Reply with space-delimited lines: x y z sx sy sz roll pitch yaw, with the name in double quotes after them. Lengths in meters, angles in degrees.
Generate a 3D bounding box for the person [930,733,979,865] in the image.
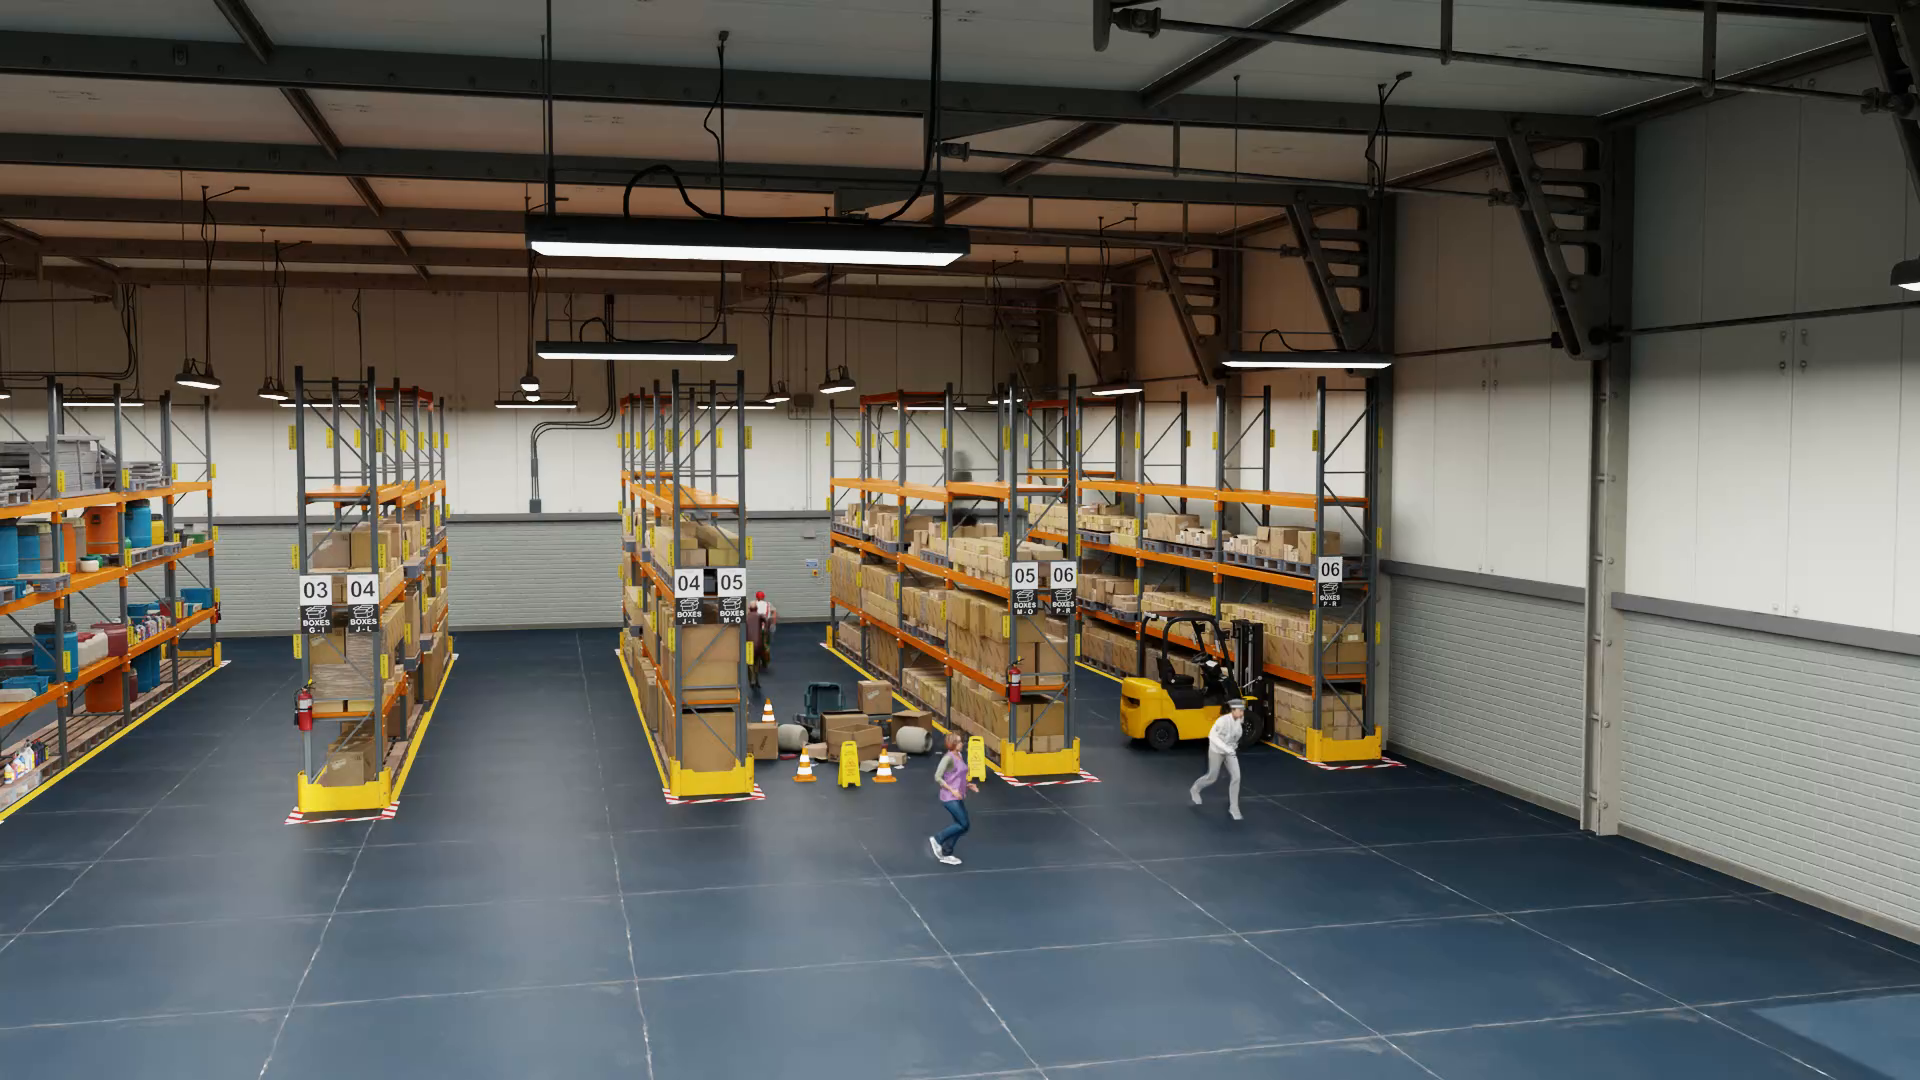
-0.071 3.051 19.617 0.529 1.554 0.516 1 4 19 "person"

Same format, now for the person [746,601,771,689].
-4.153 2.147 33.377 0.696 1.789 1.031 -1 3 -10 "person"

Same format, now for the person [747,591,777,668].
-4.334 1.991 36.497 0.657 1.720 0.891 -1 4 -20 "person"

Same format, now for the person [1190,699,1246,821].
3.471 2.895 22.318 0.655 1.629 0.980 -3 4 -39 "person"
